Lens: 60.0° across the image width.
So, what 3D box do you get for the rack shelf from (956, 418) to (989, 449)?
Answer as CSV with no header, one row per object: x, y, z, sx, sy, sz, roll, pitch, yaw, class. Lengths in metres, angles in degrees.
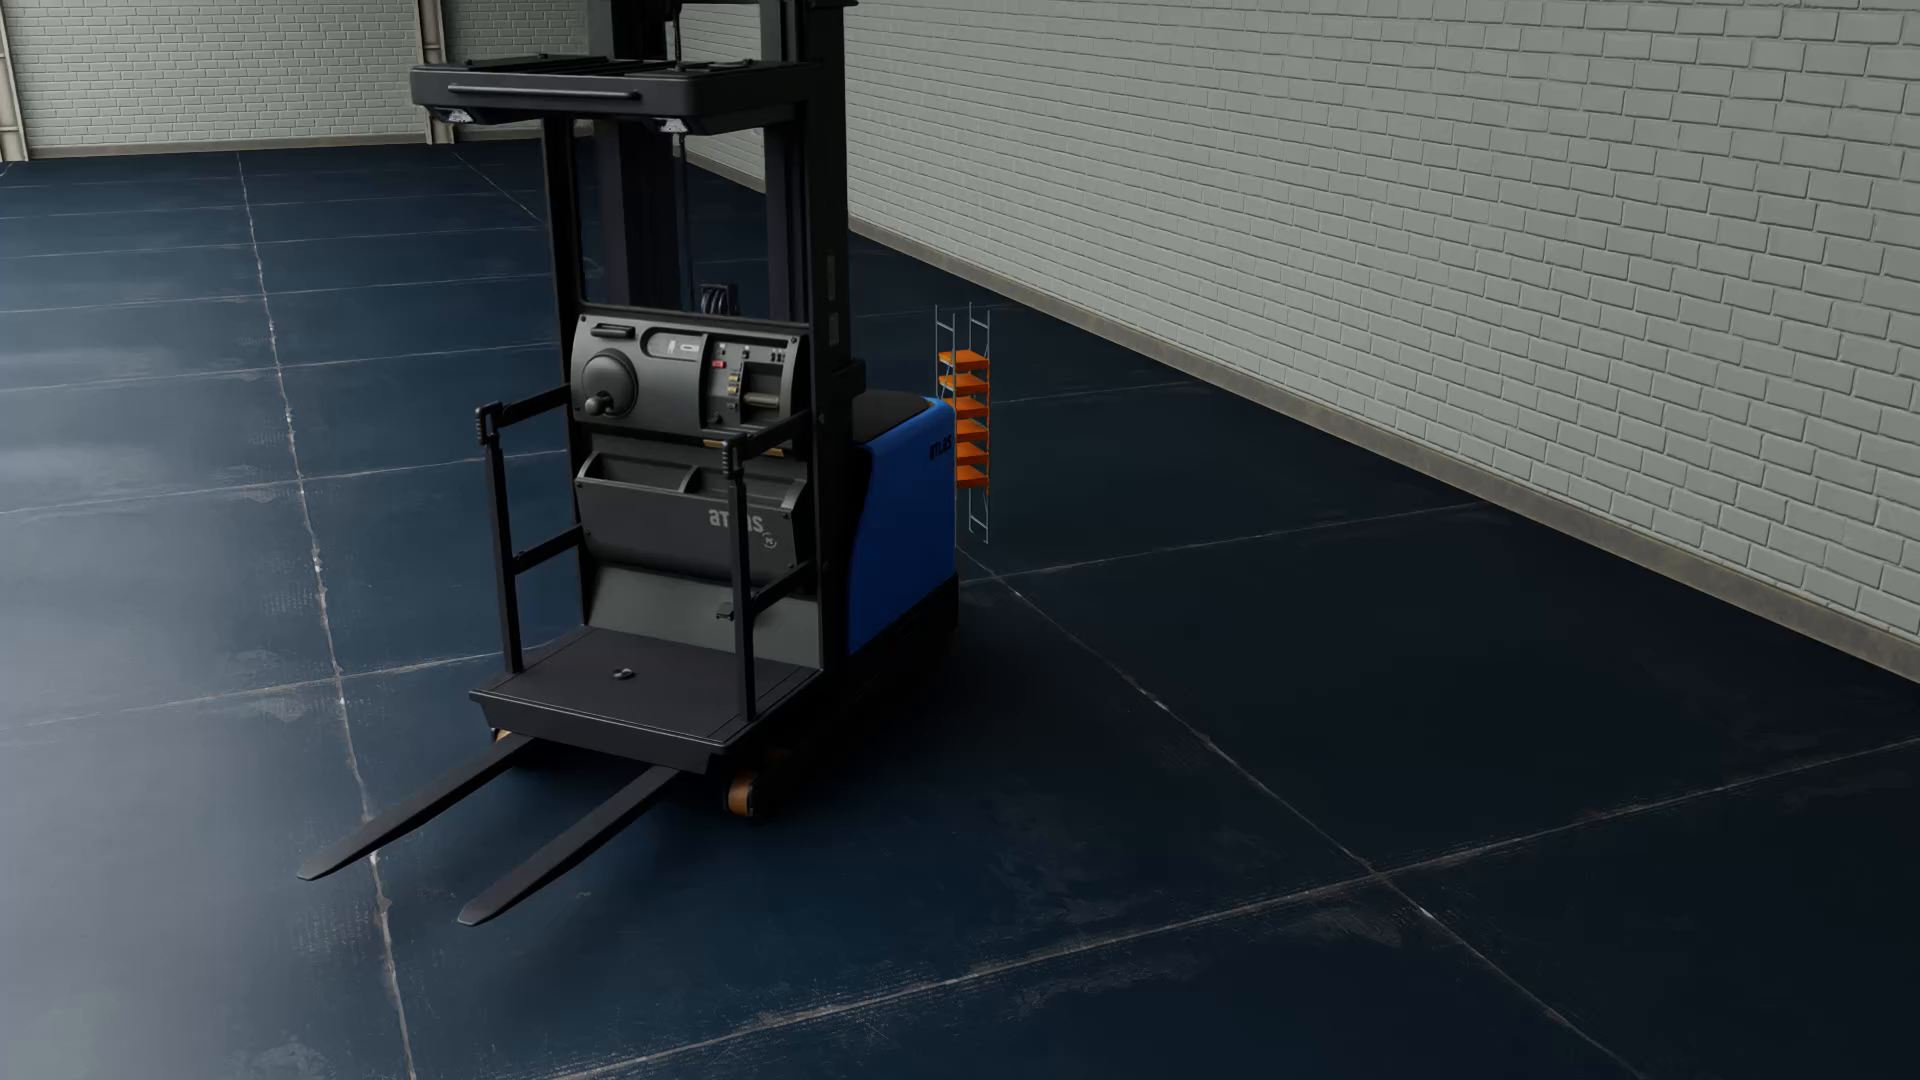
0.013,-0.526,8.343,0.180,0.103,0.258,-8,21,-22,rack shelf

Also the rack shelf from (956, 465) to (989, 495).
0.013,-0.300,8.423,0.180,0.103,0.258,-8,21,-22,rack shelf

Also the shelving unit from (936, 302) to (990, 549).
0.013,-0.568,8.328,0.189,1.200,0.258,-8,21,-22,shelving unit

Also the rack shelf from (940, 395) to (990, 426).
0.013,-0.639,8.303,0.180,0.103,0.258,-8,21,-22,rack shelf

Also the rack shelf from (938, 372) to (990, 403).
0.013,-0.752,8.263,0.180,0.103,0.258,-8,21,-22,rack shelf

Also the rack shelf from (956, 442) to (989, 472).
0.013,-0.413,8.383,0.180,0.103,0.258,-8,21,-22,rack shelf

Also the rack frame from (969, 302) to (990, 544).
0.097,-0.580,8.362,0.006,1.200,0.240,-8,21,-22,rack frame

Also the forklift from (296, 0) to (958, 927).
-1.071,-0.579,5.752,1.130,2.935,3.031,8,21,23,forklift

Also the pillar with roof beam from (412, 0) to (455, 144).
-6.567,-9.256,21.259,0.400,9.000,9.100,-8,21,-22,pillar with roof beam

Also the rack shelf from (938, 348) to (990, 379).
0.013,-0.866,8.223,0.180,0.103,0.258,-8,21,-22,rack shelf

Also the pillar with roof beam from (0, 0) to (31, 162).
-12.076,-8.466,19.017,0.400,9.000,9.100,-8,21,-22,pillar with roof beam

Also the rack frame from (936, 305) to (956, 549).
-0.071,-0.556,8.294,0.006,1.200,0.240,-8,21,-22,rack frame
